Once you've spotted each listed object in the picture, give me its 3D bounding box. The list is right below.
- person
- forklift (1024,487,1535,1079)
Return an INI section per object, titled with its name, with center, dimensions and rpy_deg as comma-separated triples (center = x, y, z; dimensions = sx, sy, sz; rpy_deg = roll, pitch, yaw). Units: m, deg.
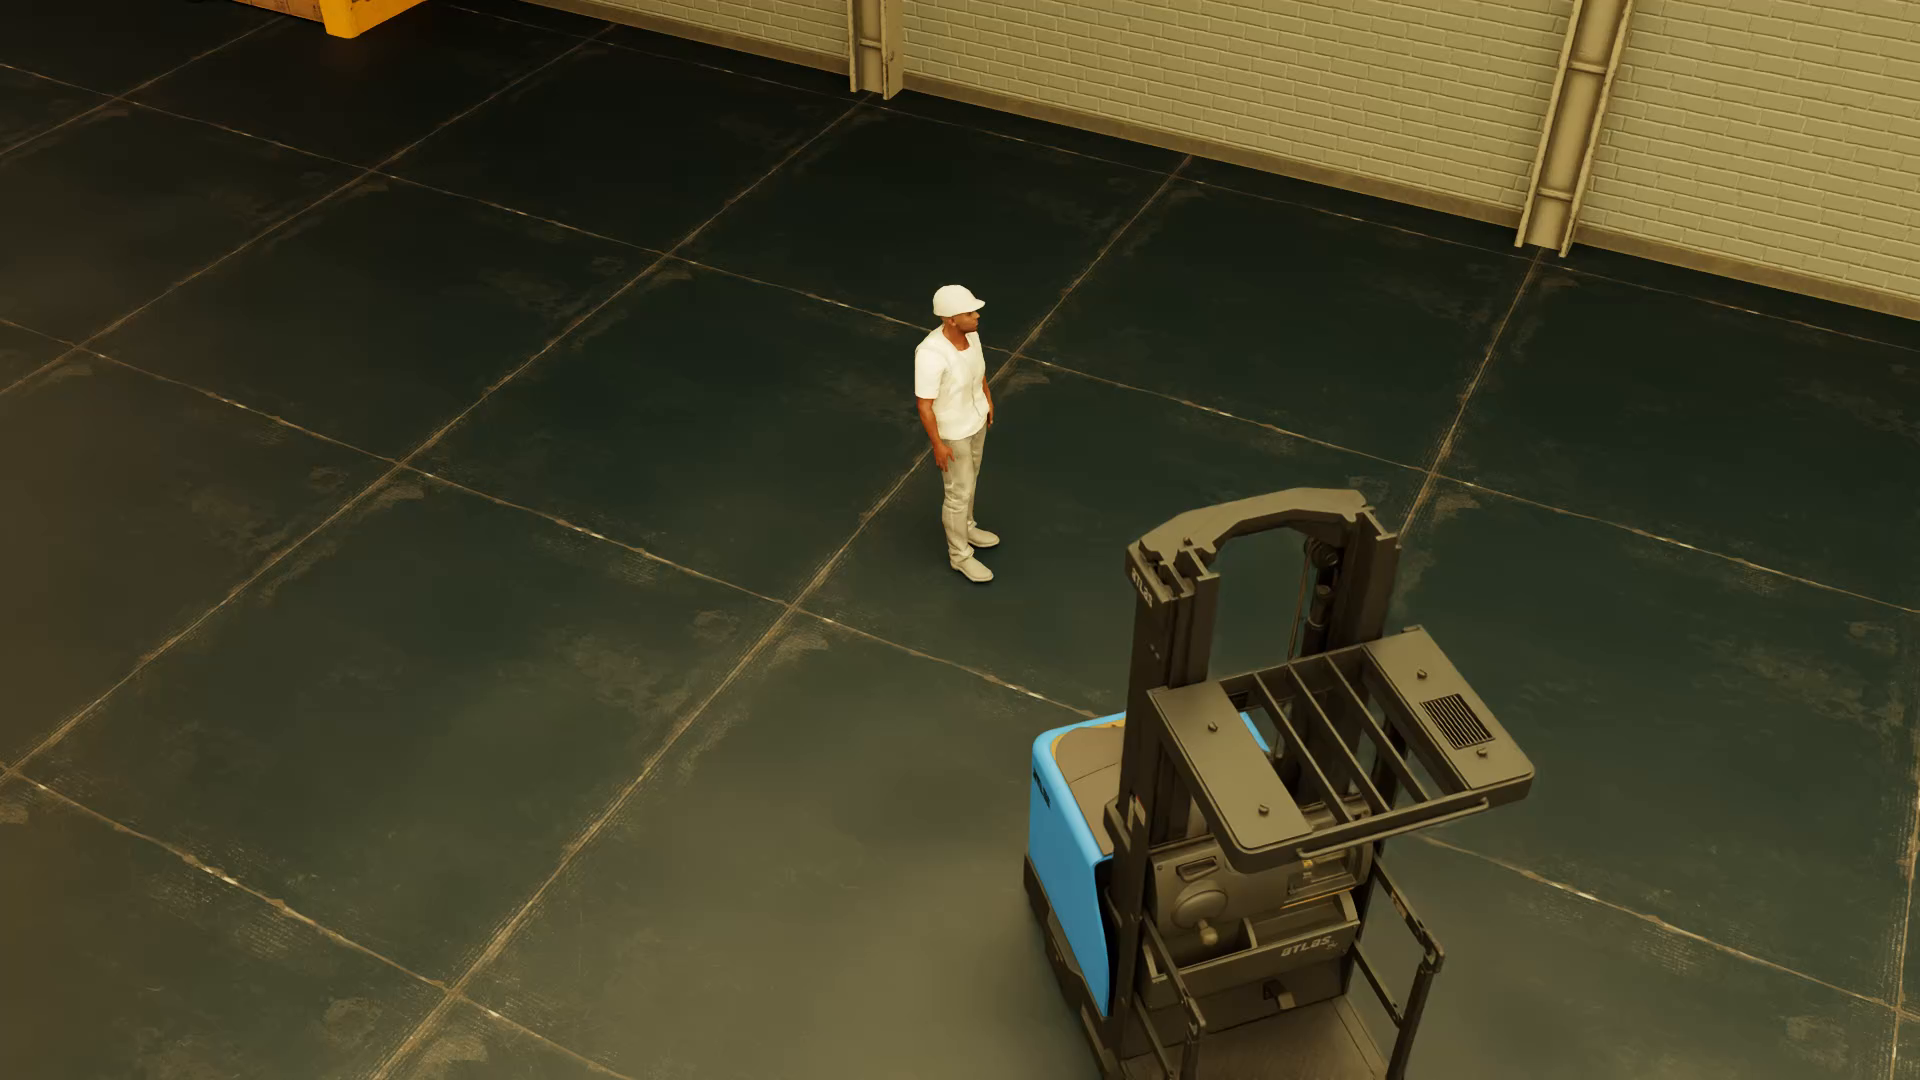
[person]
center = 0.060, -0.657, 9.660
dimensions = 0.575, 1.768, 0.665
rpy_deg = 18, 43, 21
[forklift]
center = 1.256, 1.386, 6.341
dimensions = 1.130, 2.935, 3.031
rpy_deg = -12, 42, -14
